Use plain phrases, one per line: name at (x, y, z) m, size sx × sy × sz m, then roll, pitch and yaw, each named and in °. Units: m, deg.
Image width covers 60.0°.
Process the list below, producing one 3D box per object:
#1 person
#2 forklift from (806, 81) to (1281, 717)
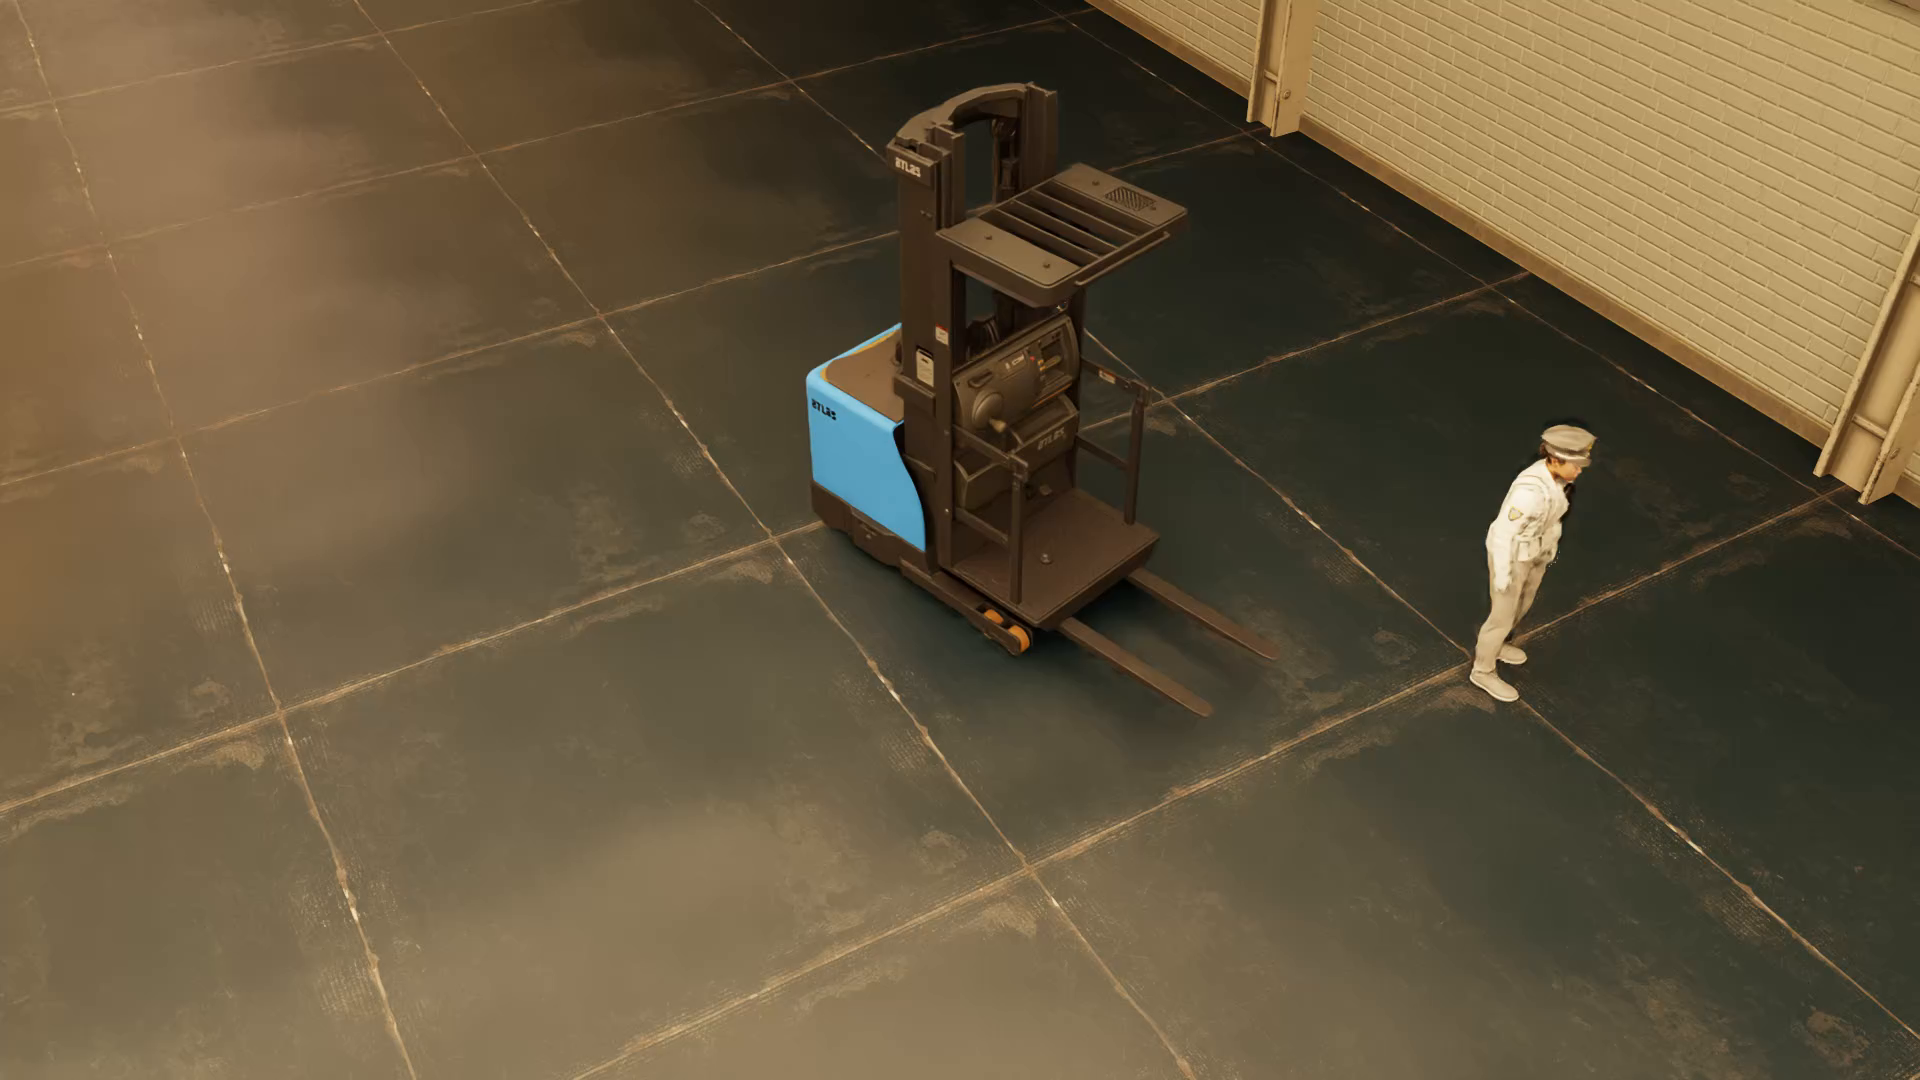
person at (3.057, 0.098, 8.914) m, size 0.543 × 1.661 × 0.444 m, roll -27°, pitch 47°, yaw -29°
forklift at (0.469, -0.847, 9.057) m, size 3.031 × 2.935 × 1.130 m, roll 32°, pitch 49°, yaw 33°
